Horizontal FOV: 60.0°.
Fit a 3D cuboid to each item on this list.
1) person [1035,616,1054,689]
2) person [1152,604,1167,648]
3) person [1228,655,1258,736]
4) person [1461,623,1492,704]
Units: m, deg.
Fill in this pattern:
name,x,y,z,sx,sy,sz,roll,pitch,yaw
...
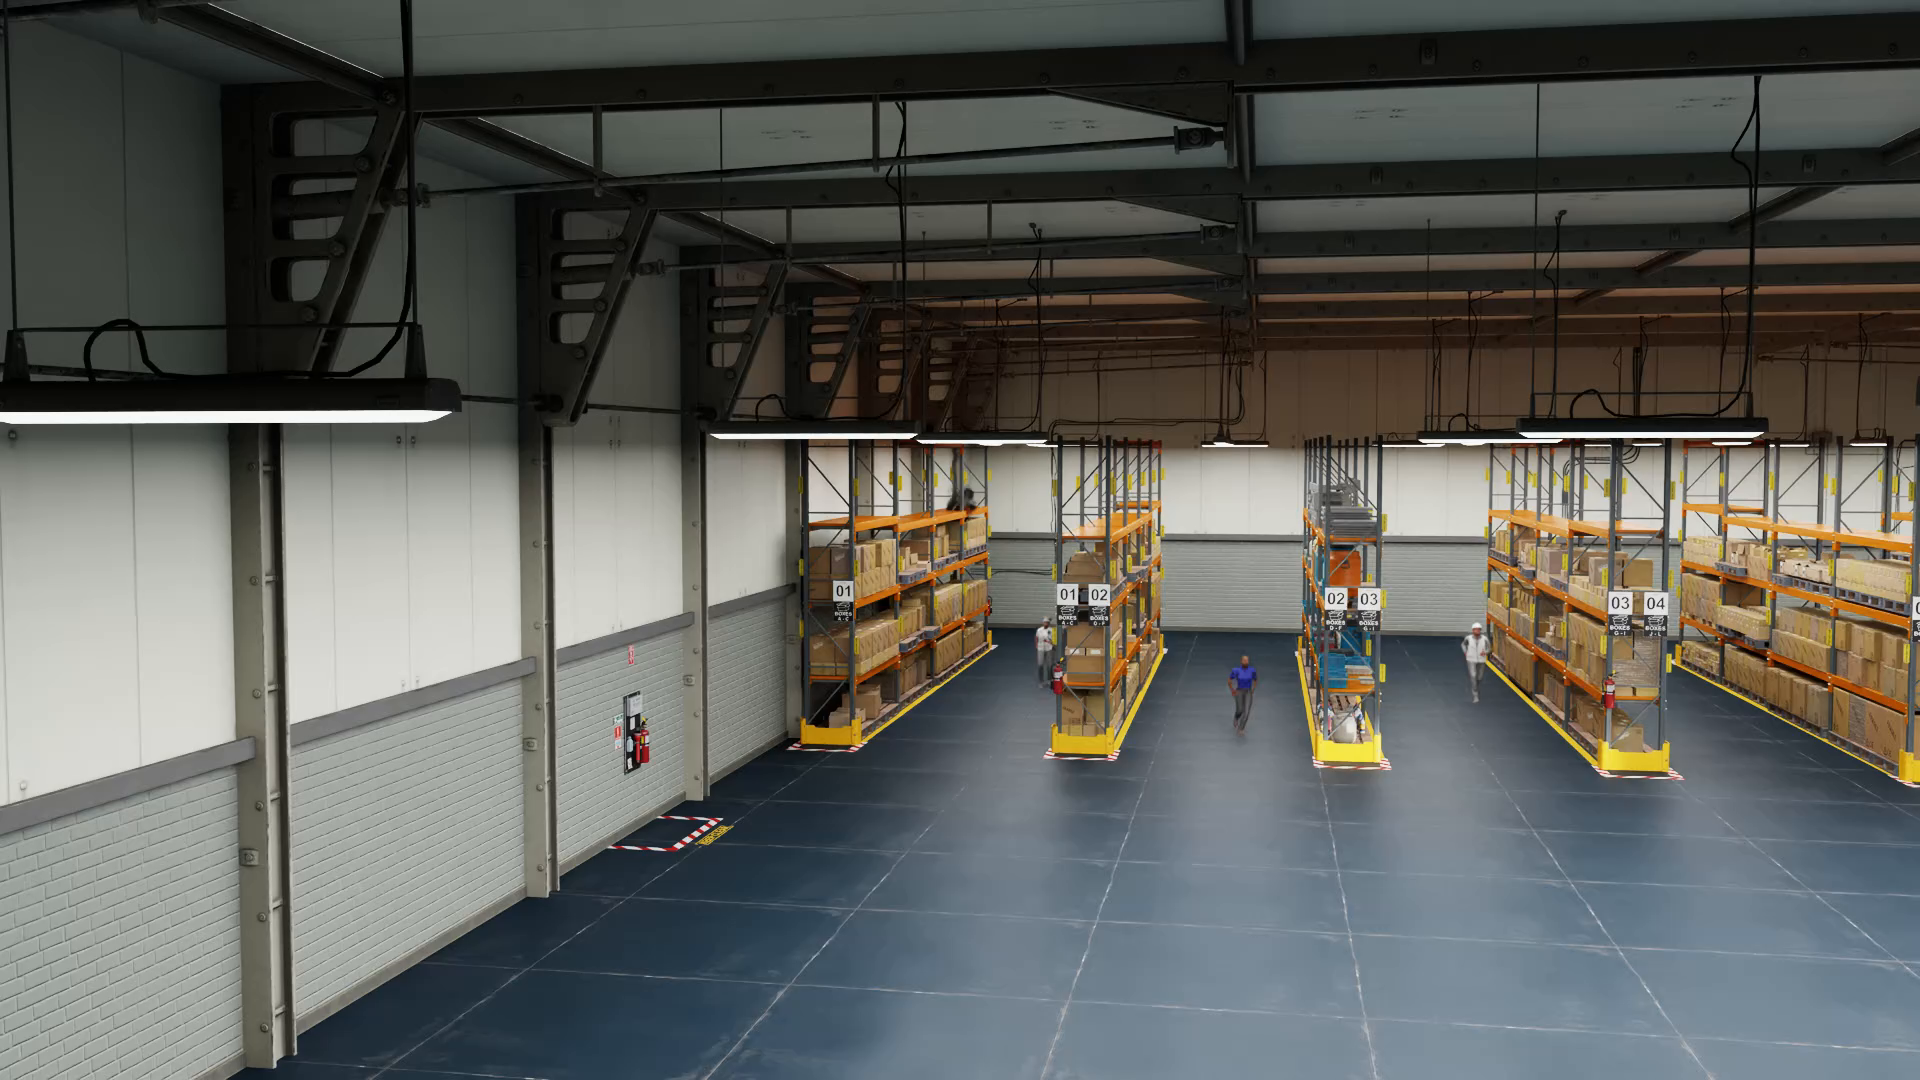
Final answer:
name,x,y,z,sx,sy,sz,roll,pitch,yaw
person,2.059,2.706,40.102,0.537,1.753,0.767,1,3,10
person,5.581,2.223,48.382,0.952,1.802,0.707,1,3,18
person,5.714,3.122,33.492,0.588,1.600,0.546,0,3,-4
person,11.841,2.788,38.070,0.624,1.790,1.117,0,3,4
